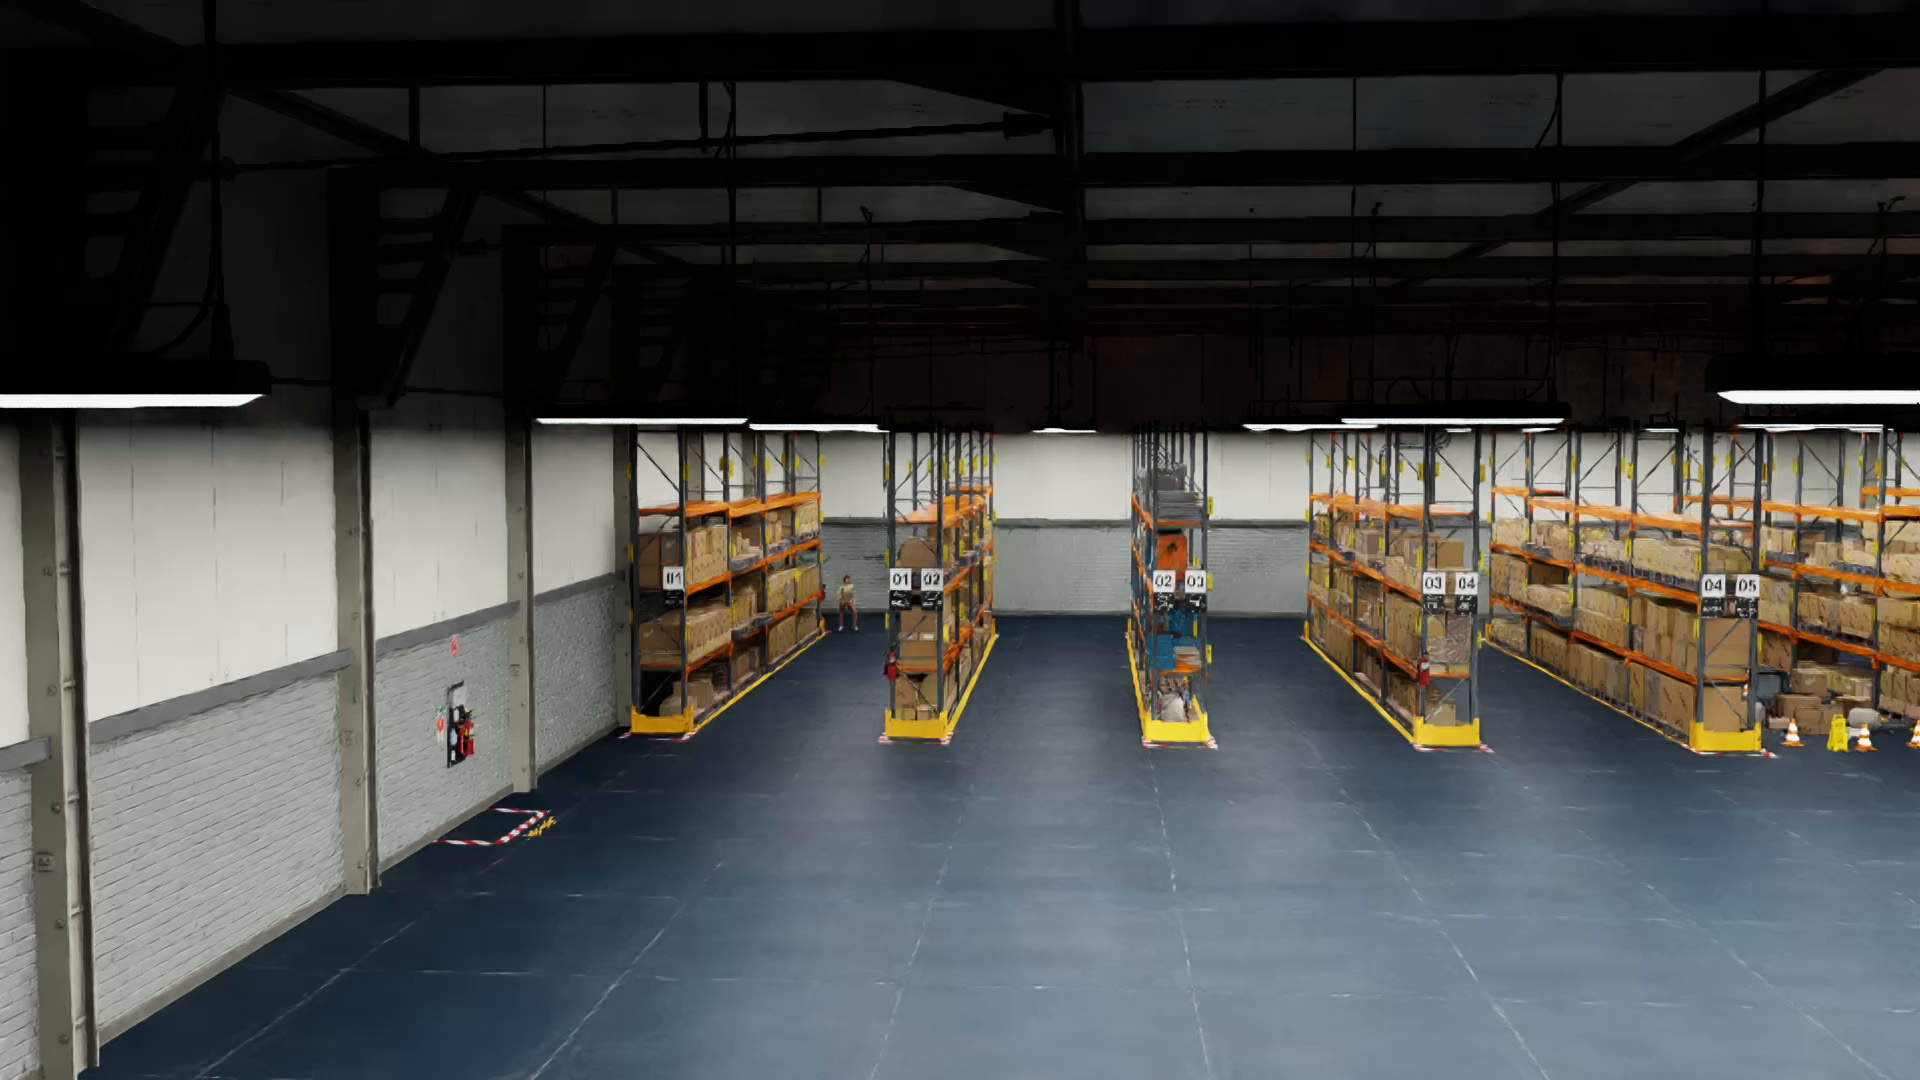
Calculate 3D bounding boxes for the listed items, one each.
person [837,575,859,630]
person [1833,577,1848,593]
[{"bbox_3d":[-3.320,1.832,48.625,0.573,1.628,0.720,-1,4,-19],"label":"person"},{"bbox_3d":[25.045,1.860,47.317,0.720,1.738,0.571,-2,4,-23],"label":"person"}]
